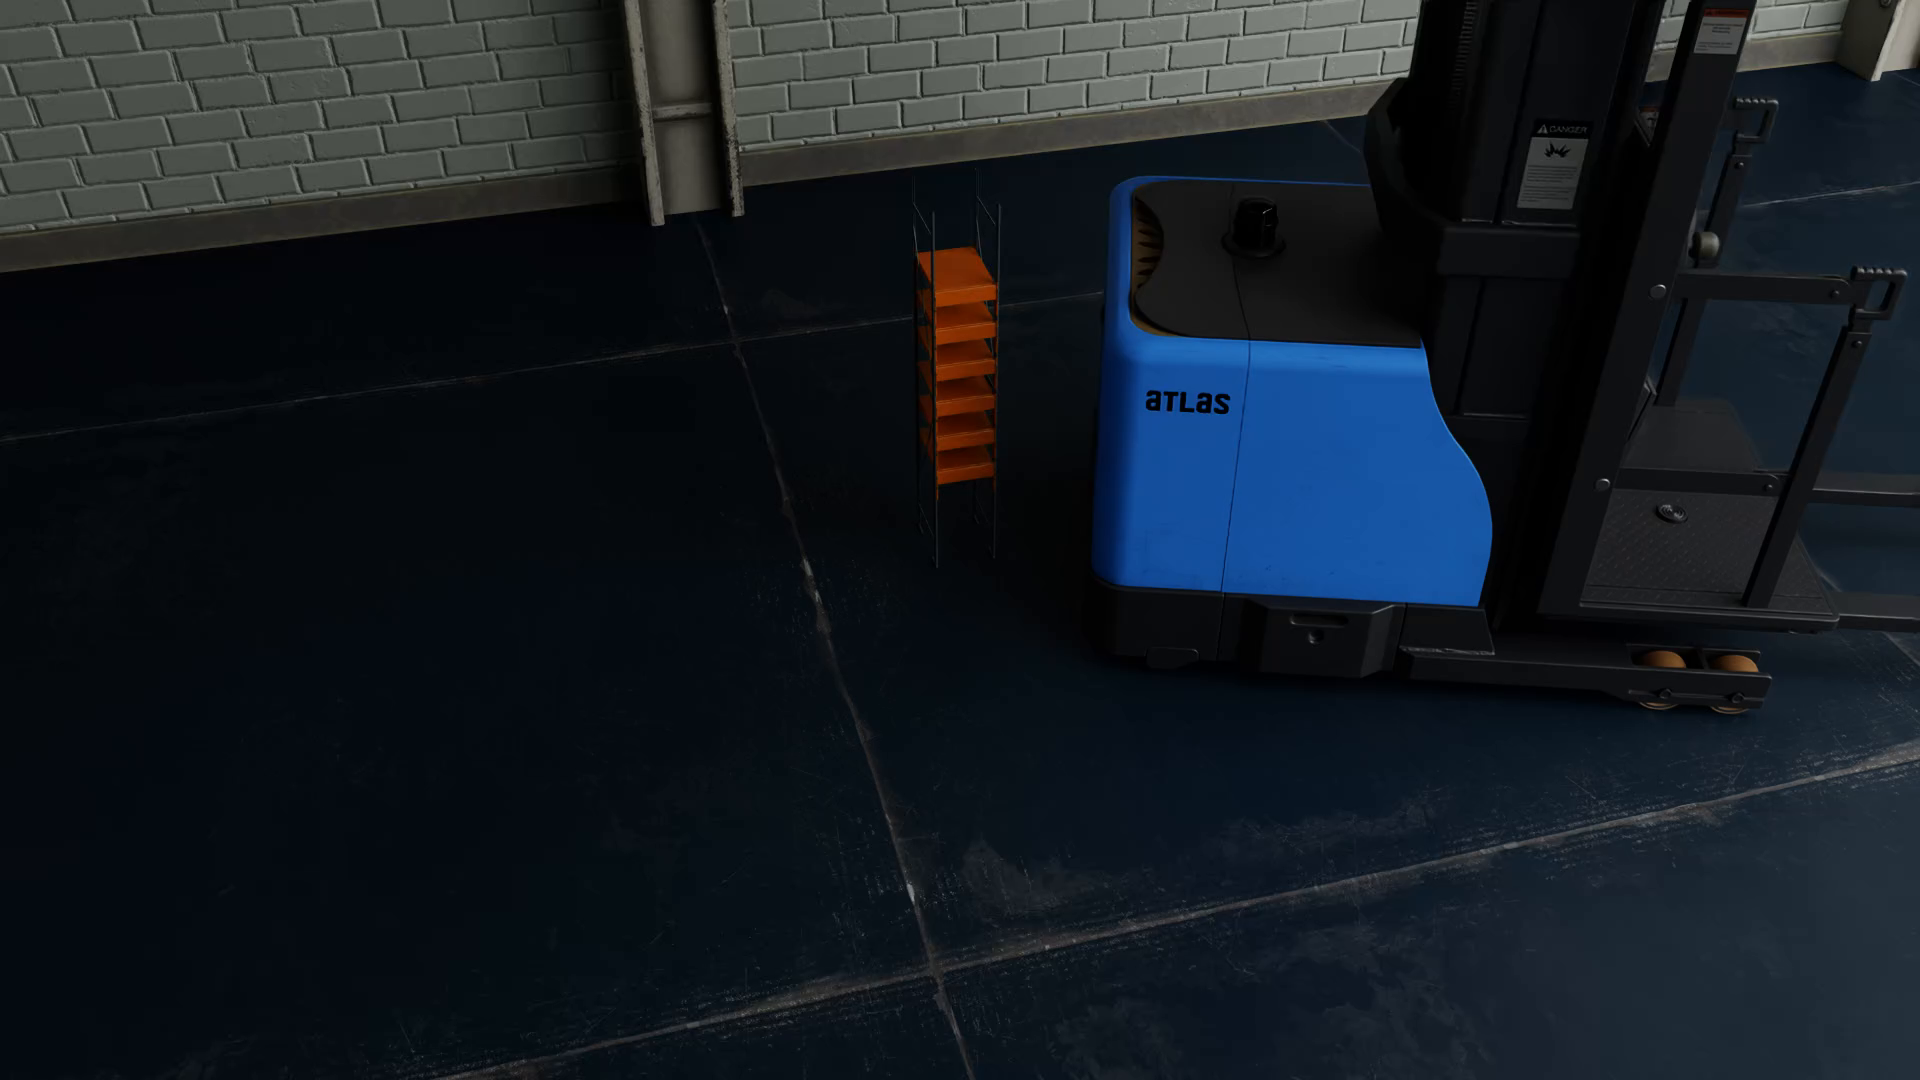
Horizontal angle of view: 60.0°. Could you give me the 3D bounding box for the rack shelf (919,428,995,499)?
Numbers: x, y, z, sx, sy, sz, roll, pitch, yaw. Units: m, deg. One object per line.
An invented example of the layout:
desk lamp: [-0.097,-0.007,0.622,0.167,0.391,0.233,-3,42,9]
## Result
rack shelf: [-0.014,-0.248,5.055,0.180,0.103,0.258,-9,38,-12]

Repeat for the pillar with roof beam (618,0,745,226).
pillar with roof beam: [-0.023,-2.486,1.093,0.400,9.000,9.100,-9,38,-12]

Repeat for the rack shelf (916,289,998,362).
rack shelf: [-0.014,-0.630,4.764,0.180,0.103,0.258,-9,38,-12]

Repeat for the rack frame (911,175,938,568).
rack frame: [-0.102,-0.460,4.864,0.006,1.200,0.240,-9,38,-12]

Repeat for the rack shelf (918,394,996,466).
rack shelf: [-0.014,-0.344,4.982,0.180,0.103,0.258,-9,38,-12]

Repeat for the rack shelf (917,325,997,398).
rack shelf: [-0.014,-0.534,4.837,0.180,0.103,0.258,-9,38,-12]

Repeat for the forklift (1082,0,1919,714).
forklift: [1.900,-1.021,4.172,3.031,2.935,1.130,3,38,4]

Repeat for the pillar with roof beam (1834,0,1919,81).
pillar with roof beam: [5.770,-3.436,2.336,0.400,9.000,9.100,-9,38,-12]

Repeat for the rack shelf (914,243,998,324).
rack shelf: [-0.014,-0.725,4.691,0.180,0.103,0.258,-9,38,-12]

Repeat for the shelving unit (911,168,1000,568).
shelving unit: [-0.014,-0.474,4.882,0.189,1.200,0.258,-9,38,-12]

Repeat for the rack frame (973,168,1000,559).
rack frame: [0.074,-0.489,4.901,0.006,1.200,0.240,-9,38,-12]

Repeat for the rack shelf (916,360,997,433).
rack shelf: [-0.014,-0.439,4.909,0.180,0.103,0.258,-9,38,-12]
